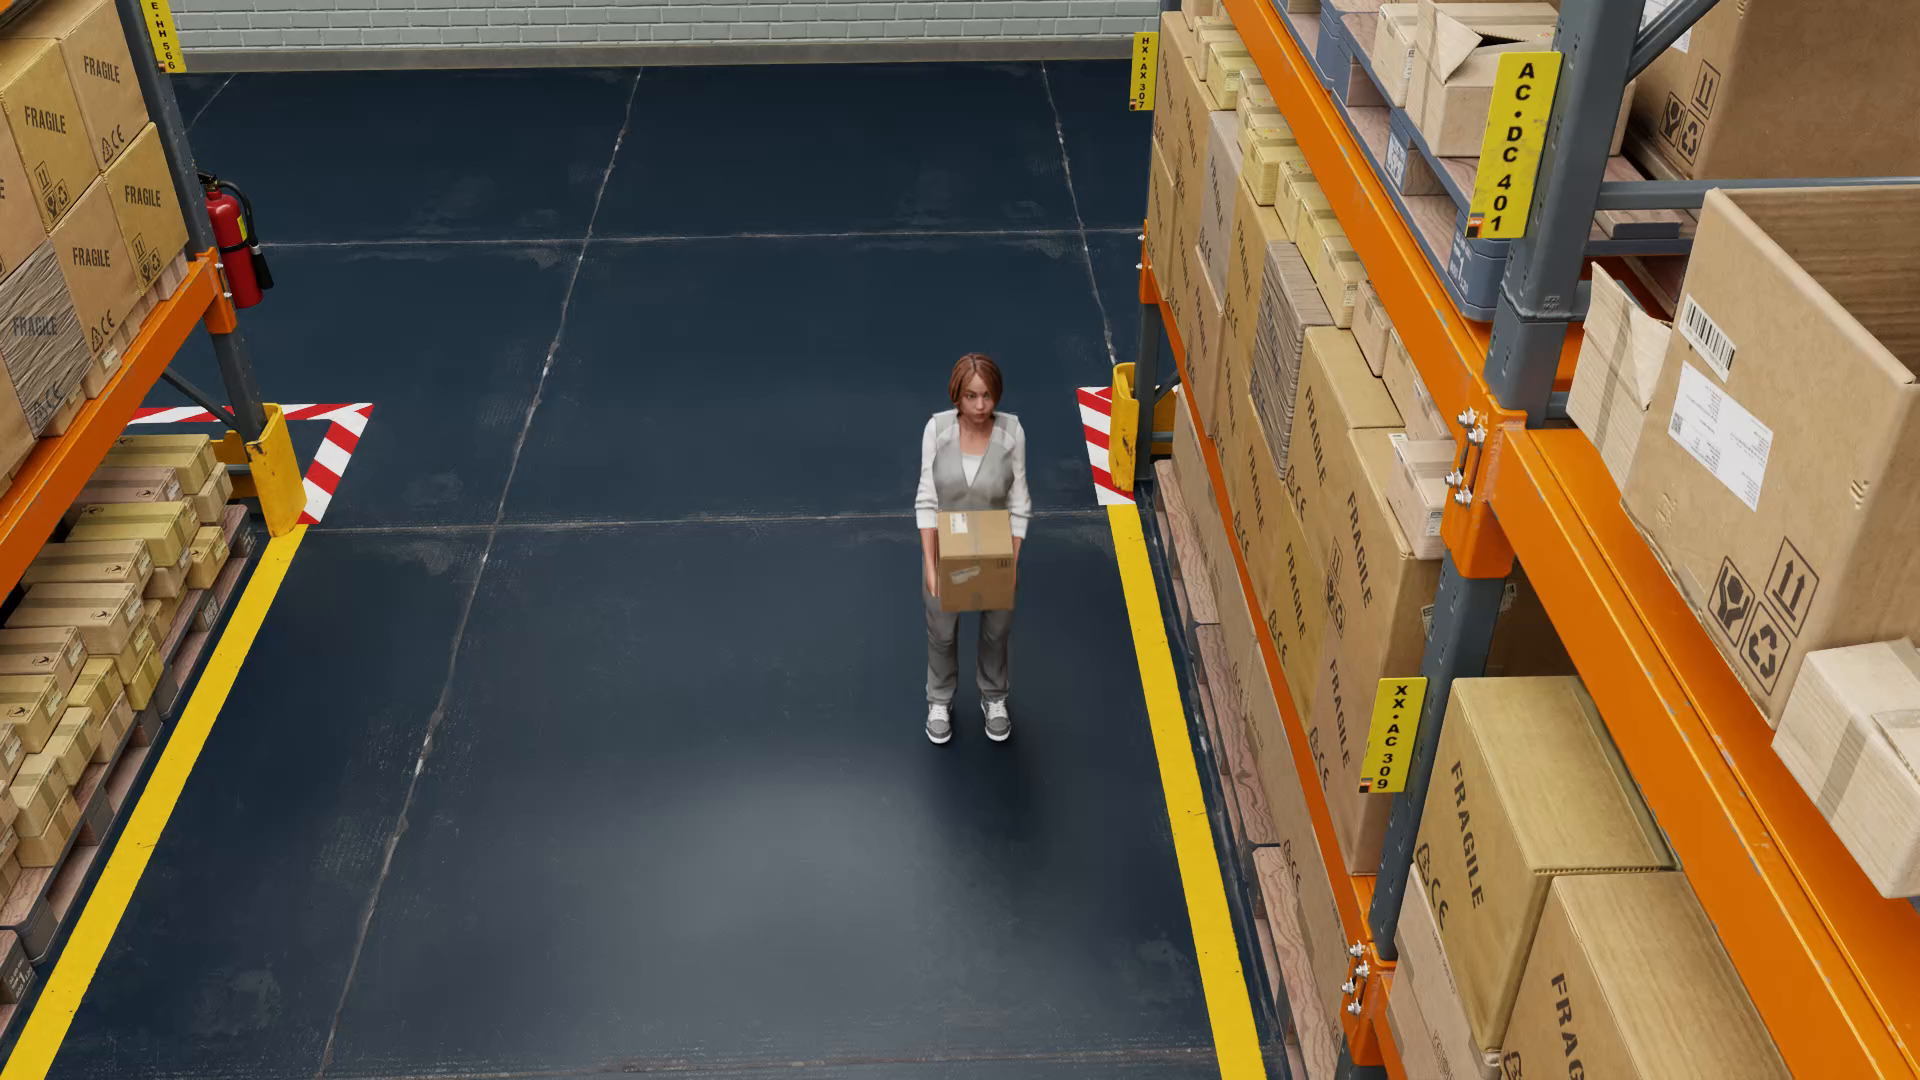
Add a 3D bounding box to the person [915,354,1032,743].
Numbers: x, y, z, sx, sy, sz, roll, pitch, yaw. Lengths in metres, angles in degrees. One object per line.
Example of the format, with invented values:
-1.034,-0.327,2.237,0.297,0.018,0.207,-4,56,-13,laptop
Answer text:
0.048,0.102,6.012,0.412,1.595,0.486,0,36,0,person
